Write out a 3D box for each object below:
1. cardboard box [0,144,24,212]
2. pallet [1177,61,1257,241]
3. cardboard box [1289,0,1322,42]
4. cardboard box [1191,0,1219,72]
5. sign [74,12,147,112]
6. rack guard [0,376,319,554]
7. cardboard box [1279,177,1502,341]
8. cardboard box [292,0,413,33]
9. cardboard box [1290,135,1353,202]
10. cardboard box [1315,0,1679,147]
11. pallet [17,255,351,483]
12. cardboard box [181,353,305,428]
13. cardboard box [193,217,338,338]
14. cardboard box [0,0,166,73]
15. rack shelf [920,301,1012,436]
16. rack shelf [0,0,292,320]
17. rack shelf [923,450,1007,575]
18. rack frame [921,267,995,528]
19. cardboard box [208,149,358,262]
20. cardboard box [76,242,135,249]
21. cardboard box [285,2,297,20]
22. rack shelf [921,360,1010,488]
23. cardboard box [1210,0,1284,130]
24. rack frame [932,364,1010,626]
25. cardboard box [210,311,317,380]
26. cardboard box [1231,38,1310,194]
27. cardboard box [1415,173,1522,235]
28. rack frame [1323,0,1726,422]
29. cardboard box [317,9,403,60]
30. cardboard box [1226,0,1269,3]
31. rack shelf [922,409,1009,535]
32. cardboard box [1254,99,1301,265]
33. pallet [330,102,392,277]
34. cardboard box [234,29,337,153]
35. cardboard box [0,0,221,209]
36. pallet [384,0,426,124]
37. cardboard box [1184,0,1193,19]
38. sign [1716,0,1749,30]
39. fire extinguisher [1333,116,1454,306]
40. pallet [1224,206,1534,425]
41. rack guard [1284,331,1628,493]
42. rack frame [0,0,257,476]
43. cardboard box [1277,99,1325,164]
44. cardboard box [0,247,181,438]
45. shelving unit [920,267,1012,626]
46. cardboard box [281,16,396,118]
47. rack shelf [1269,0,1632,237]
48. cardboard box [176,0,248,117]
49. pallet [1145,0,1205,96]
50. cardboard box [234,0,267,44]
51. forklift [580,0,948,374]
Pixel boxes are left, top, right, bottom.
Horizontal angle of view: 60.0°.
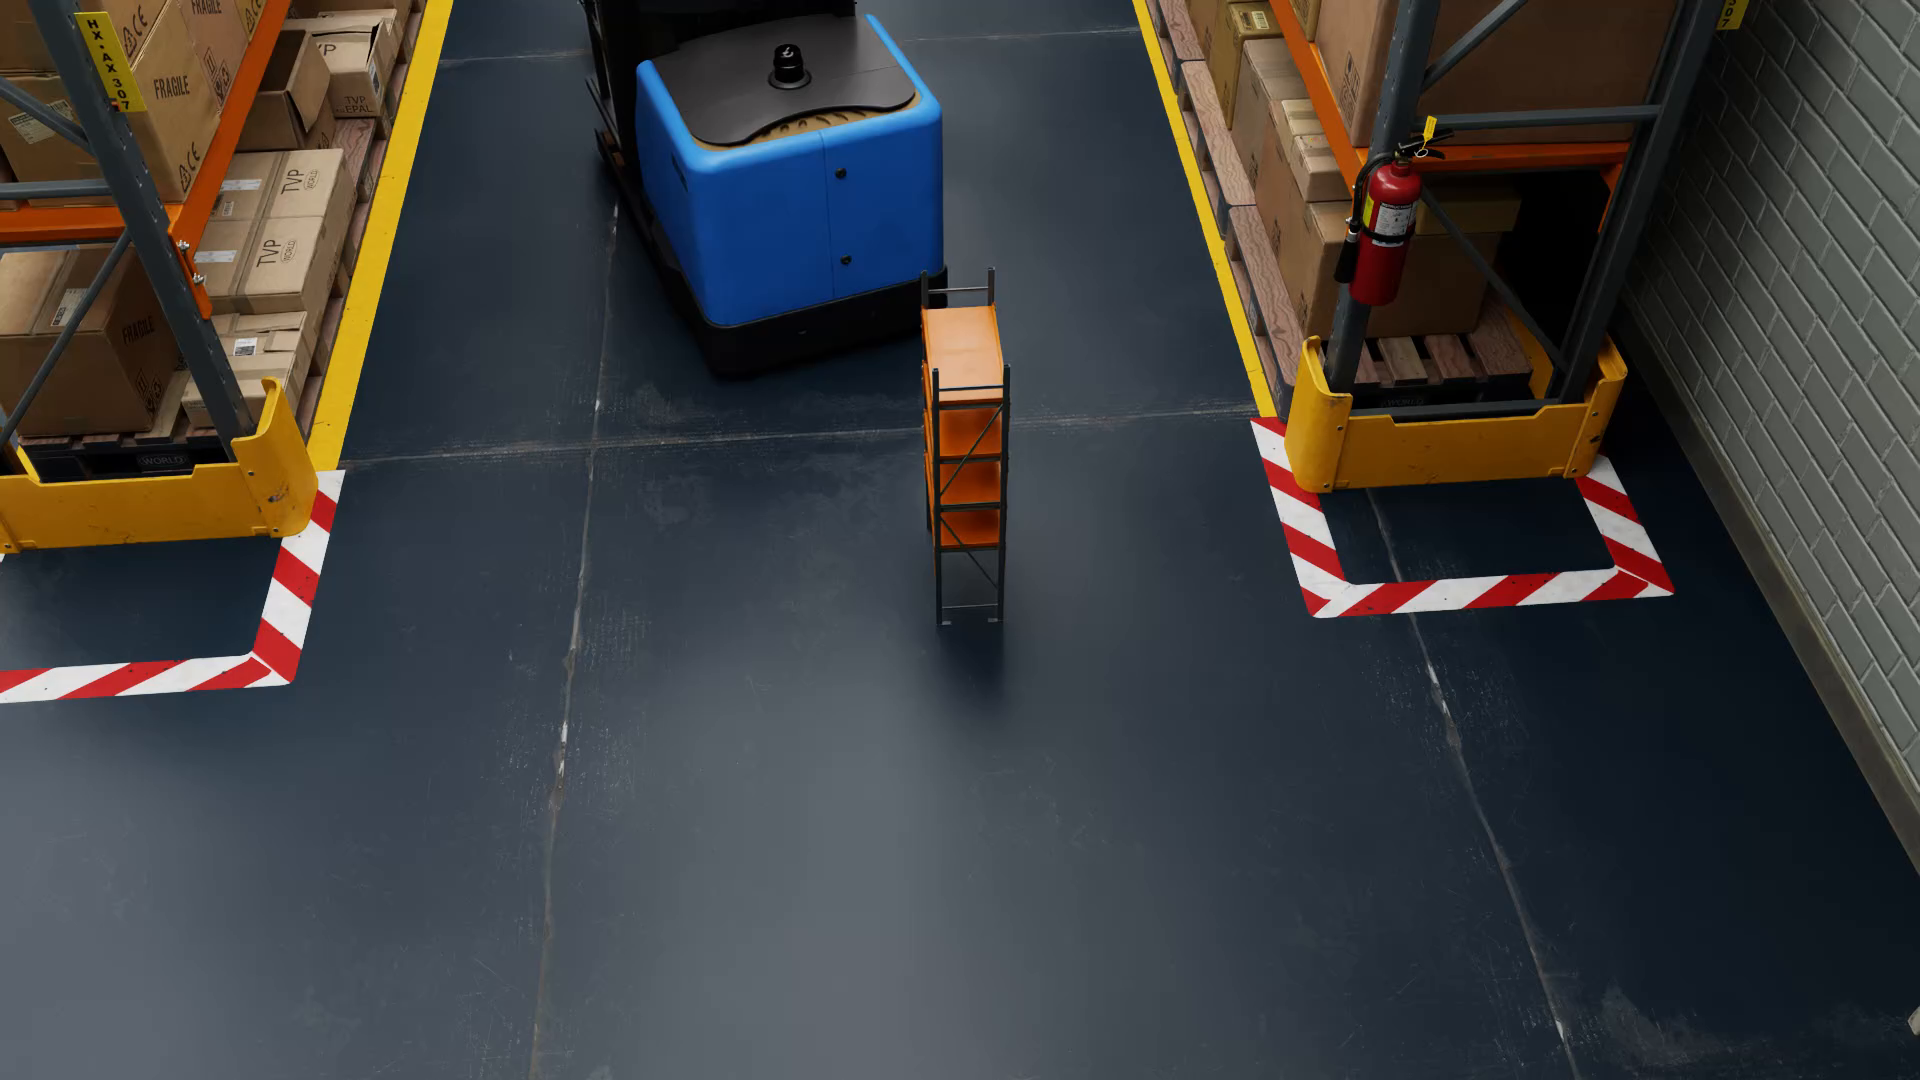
[{"bbox_3d":[-3.367,-1.423,5.463,0.500,0.500,0.500,-2,47,-2],"label":"cardboard box"},{"bbox_3d":[1.634,-1.880,7.886,1.003,0.211,1.213,-3,47,-3],"label":"pallet"},{"bbox_3d":[1.753,-2.382,6.234,0.980,0.700,0.700,-4,47,-4],"label":"cardboard box"},{"bbox_3d":[1.542,-2.653,8.129,0.700,0.500,0.500,-4,47,-4],"label":"cardboard box"},{"bbox_3d":[-2.517,-1.412,4.925,0.100,0.325,0.005,-3,47,-3],"label":"sign"},{"bbox_3d":[-3.064,-0.277,6.168,1.175,0.500,0.348,-3,47,-3],"label":"rack guard"},{"bbox_3d":[1.720,-1.170,6.725,0.700,0.500,0.500,-3,47,-3],"label":"cardboard box"},{"bbox_3d":[-3.062,-2.872,8.323,0.500,0.500,0.500,-3,47,-3],"label":"cardboard box"},{"bbox_3d":[1.528,-1.475,6.567,0.380,0.149,0.250,-4,47,-4],"label":"cardboard box"},{"bbox_3d":[1.825,-1.856,5.736,0.980,0.700,0.700,-2,47,-1],"label":"cardboard box"},{"bbox_3d":[-3.132,-0.754,6.819,1.003,0.211,1.213,-3,47,-3],"label":"pallet"},{"bbox_3d":[-2.750,-0.576,6.390,0.380,0.149,0.250,-3,47,-3],"label":"cardboard box"},{"bbox_3d":[-2.863,-1.059,6.778,0.500,0.250,0.500,-3,47,-3],"label":"cardboard box"},{"bbox_3d":[-2.832,-1.796,5.128,0.500,0.500,0.500,-2,47,-2],"label":"cardboard box"},{"bbox_3d":[0.014,-0.563,5.416,0.258,0.148,0.480,-3,47,-3],"label":"rack shelf"},{"bbox_3d":[-3.225,-2.281,6.840,1.077,0.370,4.000,-3,47,-3],"label":"rack shelf"},{"bbox_3d":[0.014,-0.110,5.894,0.258,0.148,0.480,-3,47,-3],"label":"rack shelf"},{"bbox_3d":[-0.007,-0.469,5.868,0.240,1.200,0.015,-3,47,-3],"label":"rack frame"},{"bbox_3d":[-2.904,-1.421,7.121,0.500,0.250,0.500,-3,47,-3],"label":"cardboard box"},{"bbox_3d":[-3.398,-1.355,7.058,0.500,0.250,0.500,-3,47,-3],"label":"cardboard box"},{"bbox_3d":[-3.573,-2.885,8.465,0.500,0.311,0.500,-3,47,-3],"label":"cardboard box"},{"bbox_3d":[0.014,-0.400,5.587,0.258,0.148,0.480,-3,47,-3],"label":"rack shelf"},{"bbox_3d":[1.583,-2.281,7.777,0.700,0.500,0.500,-3,47,-2],"label":"cardboard box"},{"bbox_3d":[0.034,-0.116,5.534,0.240,1.200,0.015,-3,47,-3],"label":"rack frame"},{"bbox_3d":[-2.771,-0.763,6.555,0.380,0.166,0.250,-3,47,-3],"label":"cardboard box"},{"bbox_3d":[1.635,-1.896,7.412,0.700,0.500,0.500,-5,47,-5],"label":"cardboard box"},{"bbox_3d":[1.930,-1.315,6.415,0.380,0.149,0.250,-3,47,-3],"label":"cardboard box"},{"bbox_3d":[1.878,-1.385,5.496,1.000,3.000,0.127,-3,47,-3],"label":"rack frame"},{"bbox_3d":[-2.971,-2.484,8.197,0.380,0.149,0.250,-3,47,-3],"label":"cardboard box"},{"bbox_3d":[1.394,-2.603,7.635,0.380,0.149,0.250,-5,47,-4],"label":"cardboard box"},{"bbox_3d":[0.014,-0.247,5.750,0.258,0.148,0.480,-3,47,-3],"label":"rack shelf"},{"bbox_3d":[1.678,-1.532,7.068,0.700,0.500,0.500,-4,47,-3],"label":"cardboard box"},{"bbox_3d":[-3.231,-1.635,7.653,1.003,0.211,1.213,-3,47,-3],"label":"pallet"},{"bbox_3d":[-3.230,-1.909,7.408,0.797,0.503,0.637,-3,47,-3],"label":"cardboard box"},{"bbox_3d":[-2.832,-1.453,5.491,0.500,0.500,0.500,-3,47,-2],"label":"cardboard box"},{"bbox_3d":[-3.336,-2.519,8.491,1.003,0.211,1.213,-3,47,-3],"label":"pallet"},{"bbox_3d":[1.504,-3.017,8.473,0.700,0.500,0.500,-3,47,-3],"label":"cardboard box"},{"bbox_3d":[2.432,-1.739,5.180,0.100,0.325,0.005,-3,47,-3],"label":"sign"},{"bbox_3d":[1.431,-1.093,5.529,0.296,0.674,0.183,-3,47,-3],"label":"fire extinguisher"},{"bbox_3d":[1.733,-1.000,7.052,1.003,0.211,1.213,-3,47,-3],"label":"pallet"},{"bbox_3d":[1.880,-0.508,6.387,1.175,0.500,0.348,-3,47,-3],"label":"rack guard"},{"bbox_3d":[-3.058,-1.081,5.208,1.000,3.000,0.127,-3,47,-3],"label":"rack frame"},{"bbox_3d":[1.505,-1.660,6.742,0.380,0.149,0.250,-2,47,-2],"label":"cardboard box"},{"bbox_3d":[-3.349,-0.751,6.314,0.500,0.500,0.500,-3,47,-3],"label":"cardboard box"},{"bbox_3d":[0.014,-0.293,5.701,0.258,1.200,0.503,-3,47,-3],"label":"shelving unit"},{"bbox_3d":[-3.000,-2.264,7.877,0.500,0.311,0.500,-3,47,-3],"label":"cardboard box"},{"bbox_3d":[1.711,-2.585,7.127,1.077,0.370,4.000,-3,47,-3],"label":"rack shelf"},{"bbox_3d":[-2.881,-1.826,5.844,0.500,0.500,0.500,-4,47,-4],"label":"cardboard box"},{"bbox_3d":[1.529,-2.765,8.723,1.003,0.211,1.213,-3,47,-3],"label":"pallet"},{"bbox_3d":[-2.920,-2.189,6.188,0.500,0.500,0.500,-4,47,-3],"label":"cardboard box"},{"bbox_3d":[-1.083,-2.775,6.860,1.130,2.935,3.031,-17,49,-15],"label":"forklift"}]
